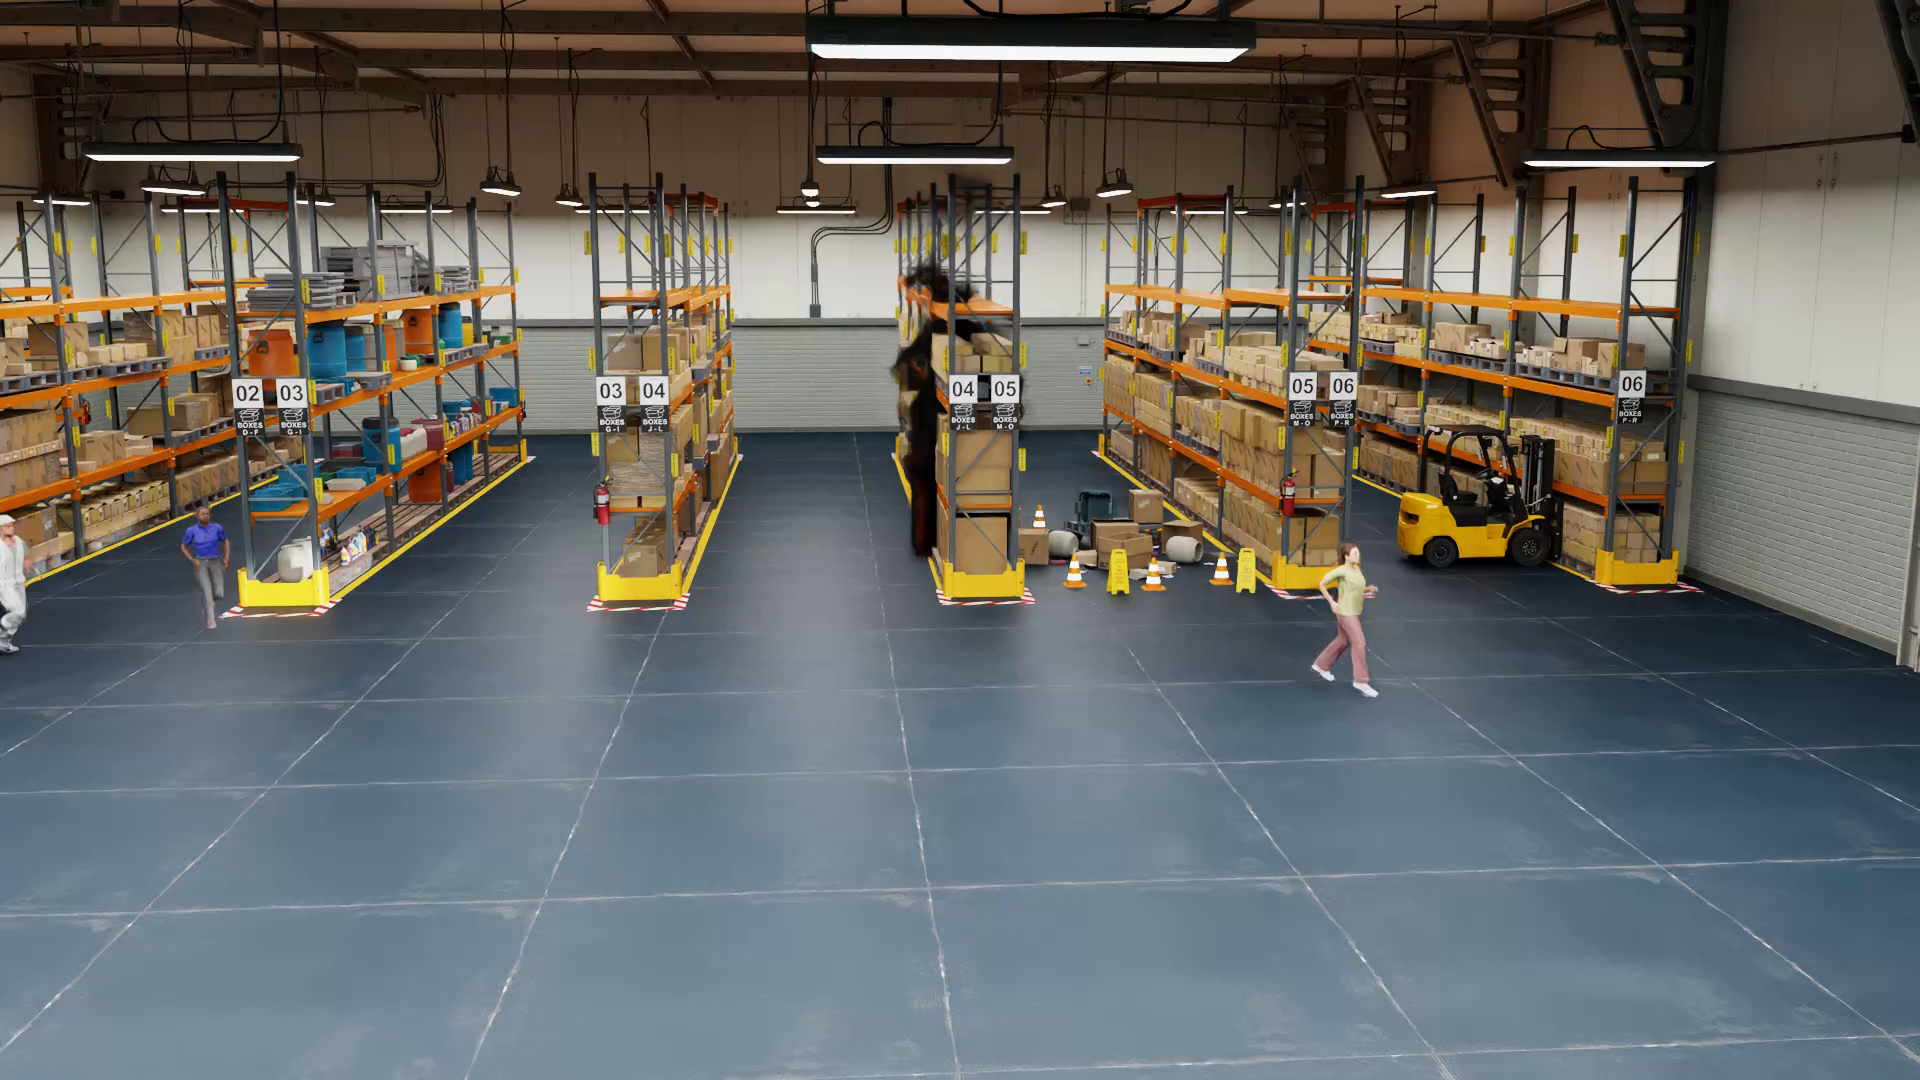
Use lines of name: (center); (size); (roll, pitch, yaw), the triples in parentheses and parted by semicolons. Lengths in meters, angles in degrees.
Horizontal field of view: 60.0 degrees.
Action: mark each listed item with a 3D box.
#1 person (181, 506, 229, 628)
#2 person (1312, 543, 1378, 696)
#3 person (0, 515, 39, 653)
person: (-10.064, 0.336, 22.210); (0.612, 1.617, 0.594); (-8, 13, -39)
person: (4.401, 0.867, 18.882); (0.881, 1.699, 0.557); (8, 13, 37)
person: (-11.704, 0.552, 20.508); (0.674, 1.736, 0.662); (4, 11, 19)
